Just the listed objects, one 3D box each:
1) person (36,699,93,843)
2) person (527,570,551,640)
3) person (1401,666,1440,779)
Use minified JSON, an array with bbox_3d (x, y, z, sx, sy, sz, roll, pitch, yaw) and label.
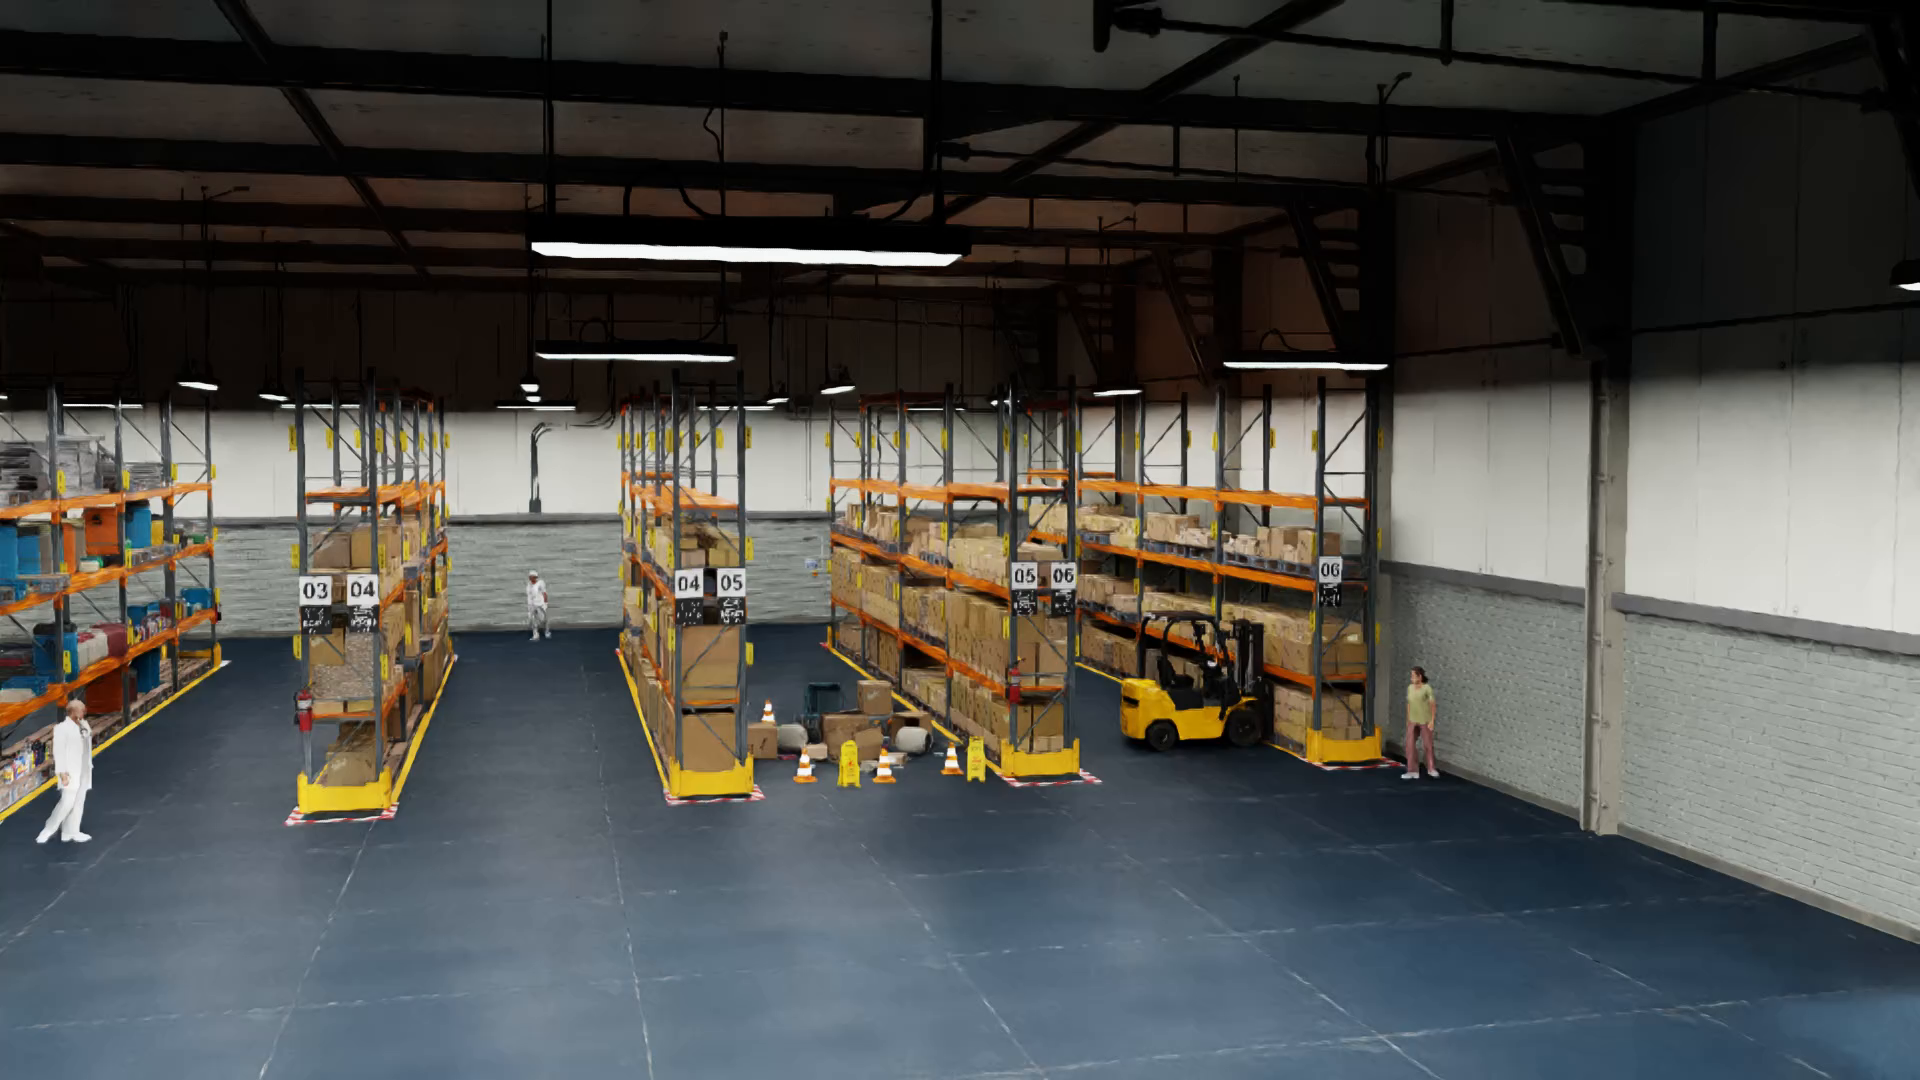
[{"bbox_3d":[-11.084,2.871,20.655,0.520,1.770,0.759,1,4,13],"label":"person"},{"bbox_3d":[-10.607,1.627,41.837,0.595,1.771,0.572,1,4,21],"label":"person"},{"bbox_3d":[6.857,2.702,24.698,0.507,1.666,0.572,3,5,41],"label":"person"}]
